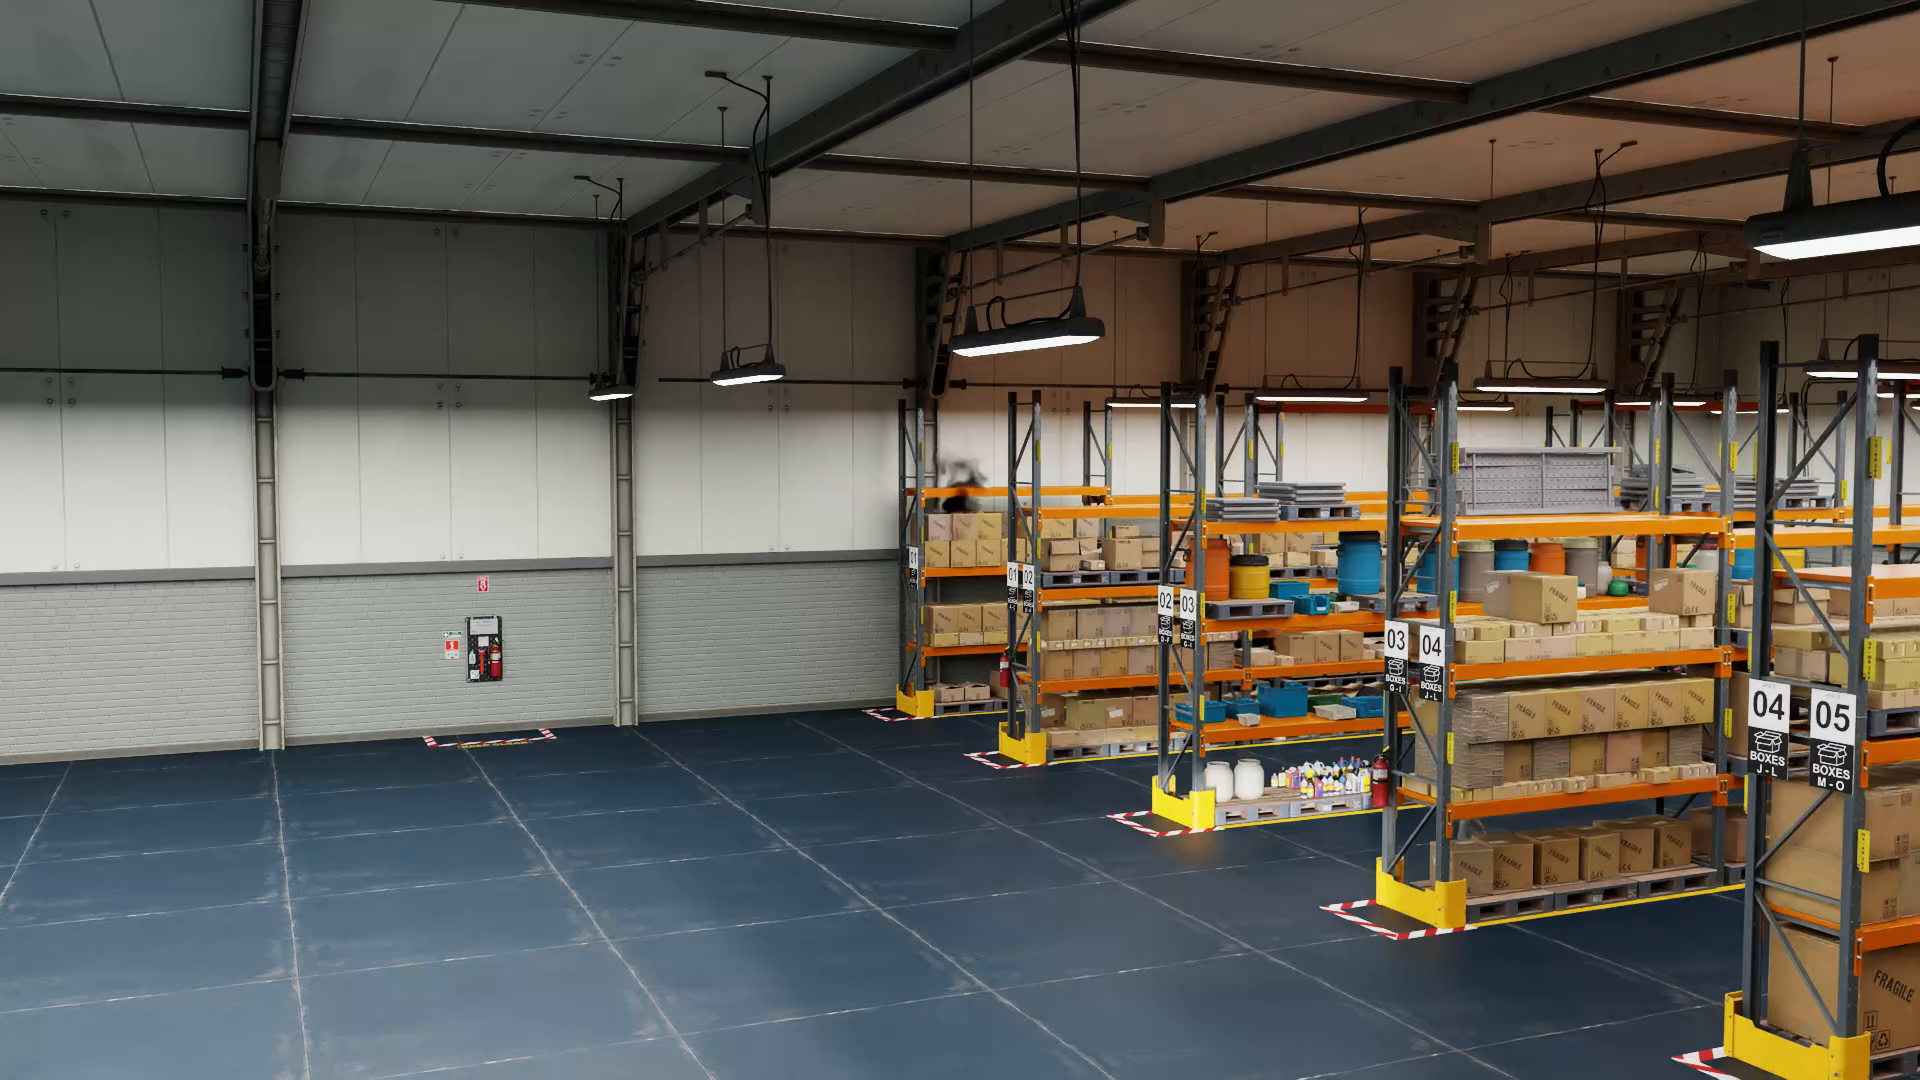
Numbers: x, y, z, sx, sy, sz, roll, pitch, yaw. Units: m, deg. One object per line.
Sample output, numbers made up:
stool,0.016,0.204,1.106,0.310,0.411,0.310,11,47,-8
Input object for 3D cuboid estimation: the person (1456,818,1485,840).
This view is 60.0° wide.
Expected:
person,6.323,3.120,20.705,0.873,1.580,0.545,-3,4,-40
